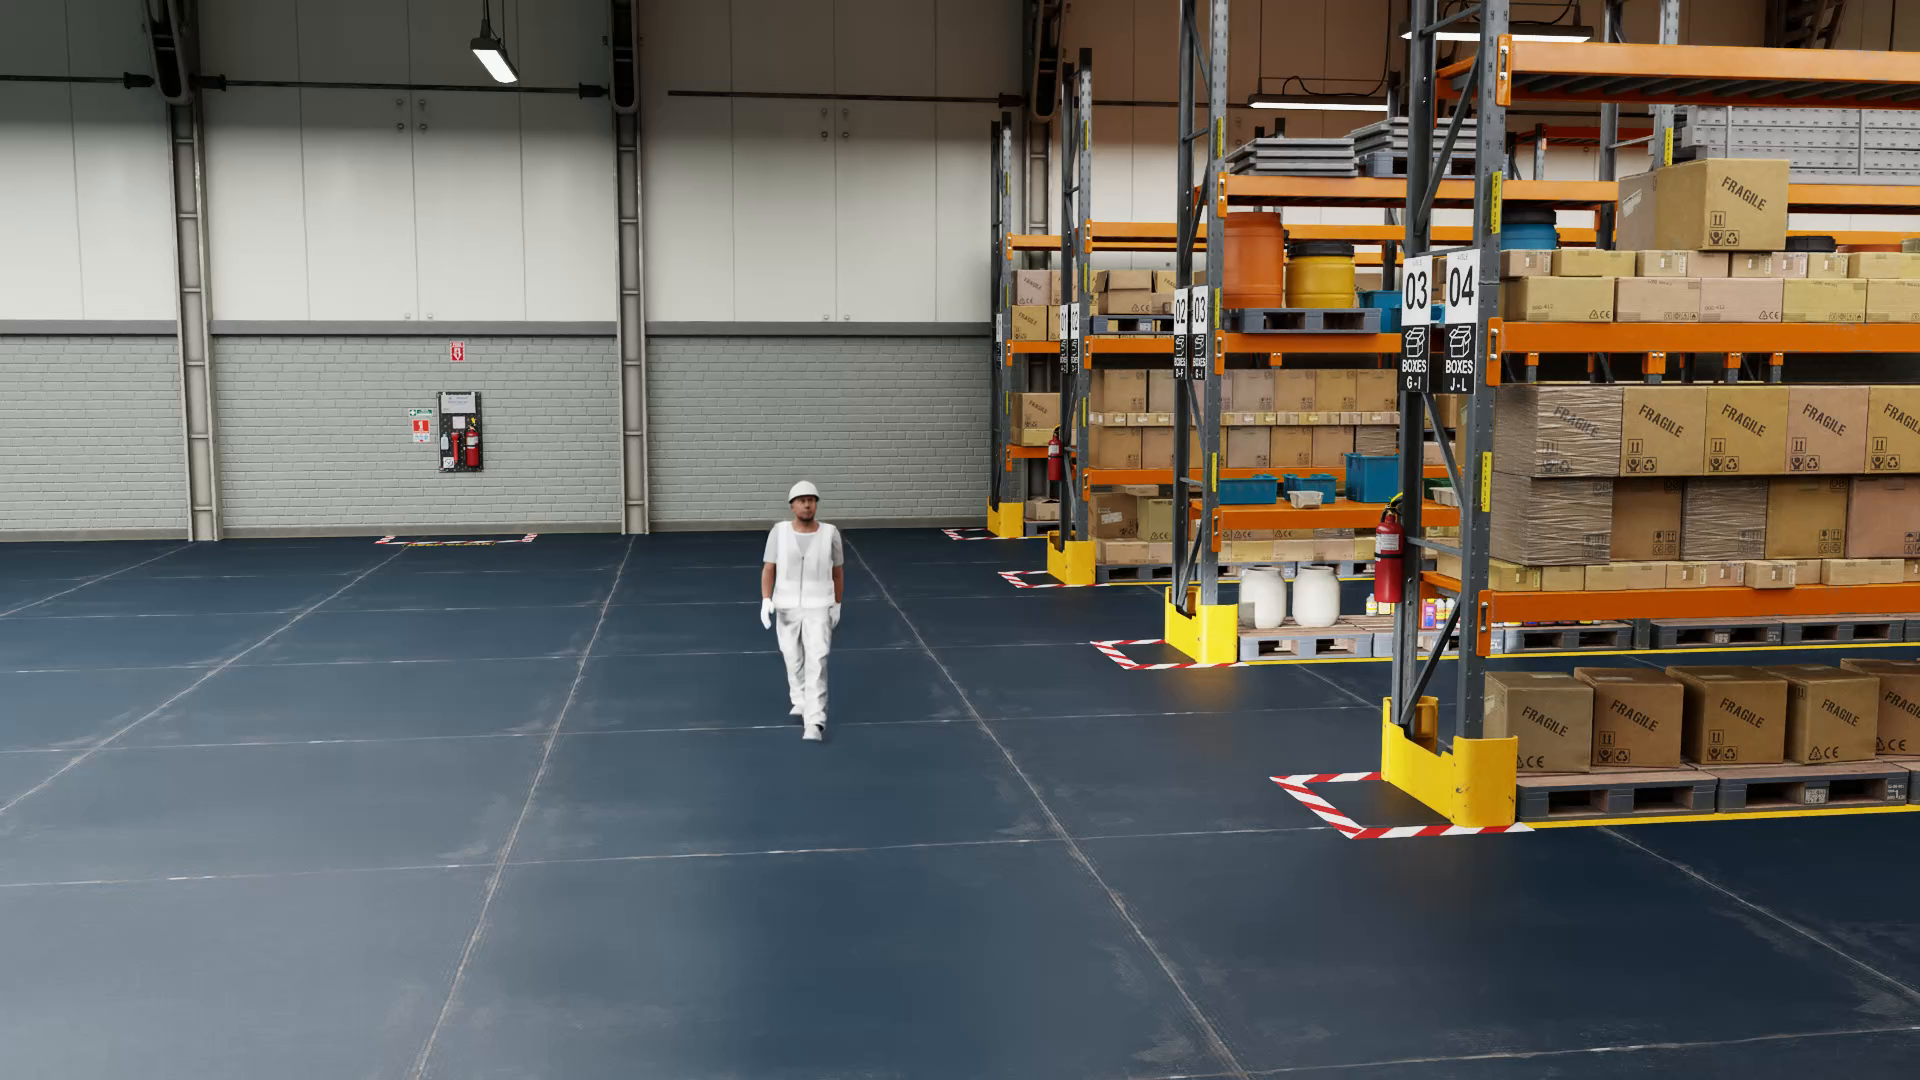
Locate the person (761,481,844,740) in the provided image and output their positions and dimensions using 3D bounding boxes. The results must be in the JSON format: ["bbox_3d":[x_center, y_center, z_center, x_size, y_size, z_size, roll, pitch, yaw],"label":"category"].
[{"bbox_3d":[-1.092,0.468,11.476,0.541,1.738,1.041,0,6,3],"label":"person"}]
